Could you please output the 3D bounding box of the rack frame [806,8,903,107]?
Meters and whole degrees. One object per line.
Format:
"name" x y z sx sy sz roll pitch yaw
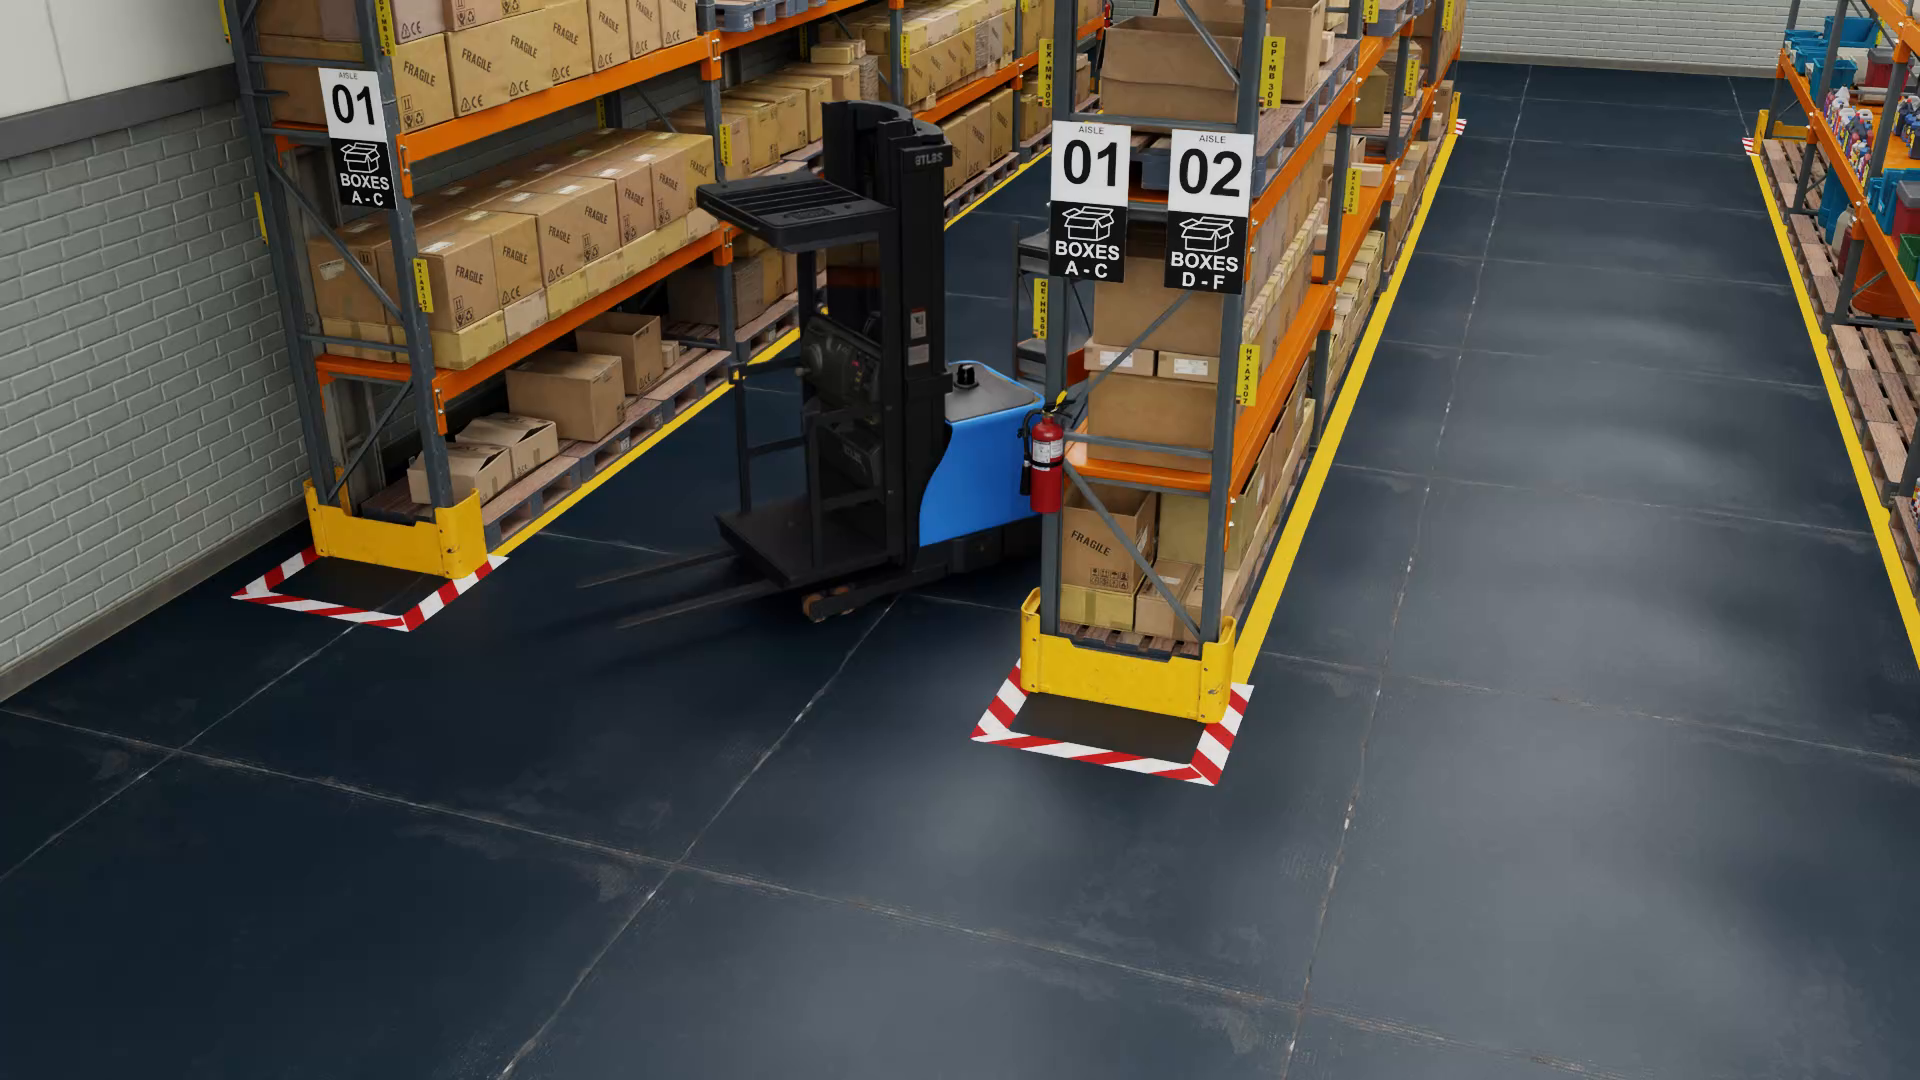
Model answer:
"rack frame" -1.069 -4.500 17.103 1.000 3.000 0.127 9 27 17

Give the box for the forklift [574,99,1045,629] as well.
"forklift" -0.905 -1.078 10.113 3.031 2.935 1.130 -15 30 -29

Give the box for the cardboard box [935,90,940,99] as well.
"cardboard box" -0.435 -4.926 18.248 0.380 0.149 0.250 9 27 19

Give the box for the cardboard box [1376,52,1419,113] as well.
"cardboard box" 4.192 -4.641 16.796 0.700 0.500 0.500 14 29 27

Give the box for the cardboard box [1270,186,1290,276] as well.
"cardboard box" 1.630 -1.967 10.266 0.700 0.500 0.500 9 27 17

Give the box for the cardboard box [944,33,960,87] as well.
"cardboard box" -0.316 -5.268 18.210 0.500 0.500 0.500 9 27 17

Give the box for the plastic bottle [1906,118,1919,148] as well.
"plastic bottle" 9.243 -3.943 16.099 0.097 0.271 0.097 0 26 0

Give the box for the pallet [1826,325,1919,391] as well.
"pallet" 7.979 -1.496 14.097 1.003 0.211 1.213 9 27 17

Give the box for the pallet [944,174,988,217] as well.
"pallet" -0.328 -4.058 19.389 1.003 0.211 1.213 9 27 17

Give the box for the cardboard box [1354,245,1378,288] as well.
"cardboard box" 3.495 -2.522 15.046 0.500 0.311 0.500 8 27 17

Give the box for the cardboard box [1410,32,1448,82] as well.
"cardboard box" 5.362 -5.642 19.346 0.500 0.500 0.500 9 27 19

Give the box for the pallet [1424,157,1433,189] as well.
"pallet" 5.164 -4.454 20.207 1.003 0.211 1.213 9 27 17

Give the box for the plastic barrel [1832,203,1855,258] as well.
"plastic barrel" 8.900 -3.045 16.471 0.421 0.512 0.421 0 26 0

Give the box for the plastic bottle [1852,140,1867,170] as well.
"plastic bottle" 8.268 -3.533 15.253 0.097 0.271 0.097 0 26 0

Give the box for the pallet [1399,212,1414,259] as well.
"pallet" 4.296 -3.329 17.884 1.003 0.211 1.213 9 27 17

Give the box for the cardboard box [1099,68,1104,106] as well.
"cardboard box" 1.076 -2.542 9.145 0.500 0.250 0.500 9 27 17

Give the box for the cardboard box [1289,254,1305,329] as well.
"cardboard box" 1.962 -1.784 11.377 0.700 0.500 0.500 8 27 17

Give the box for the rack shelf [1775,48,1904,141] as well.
"rack shelf" 10.270 -5.205 19.385 1.077 0.370 4.000 9 27 17

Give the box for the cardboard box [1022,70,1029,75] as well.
"cardboard box" 0.718 -6.190 22.236 0.380 0.149 0.250 9 27 18

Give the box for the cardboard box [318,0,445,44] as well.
"cardboard box" -3.374 -3.190 9.669 0.500 0.500 0.500 7 27 14

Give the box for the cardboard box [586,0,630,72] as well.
"cardboard box" -2.664 -3.578 11.618 0.500 0.500 0.500 8 27 15

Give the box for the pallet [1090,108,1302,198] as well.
"pallet" 1.201 -2.093 8.790 1.003 0.211 1.213 9 27 17

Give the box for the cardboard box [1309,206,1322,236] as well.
"cardboard box" 2.300 -2.232 11.560 0.380 0.149 0.250 8 27 16

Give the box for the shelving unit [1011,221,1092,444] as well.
"shelving unit" 0.656 -1.125 11.164 0.431 2.100 0.503 18 31 33

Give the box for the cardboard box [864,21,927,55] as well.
"cardboard box" -0.665 -5.187 17.181 0.500 0.250 0.500 9 27 19

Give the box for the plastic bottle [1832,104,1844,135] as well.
"plastic bottle" 8.785 -4.201 16.618 0.061 0.283 0.133 9 27 17

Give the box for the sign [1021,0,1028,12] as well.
"sign" 0.777 -6.555 20.108 0.100 0.325 0.005 9 27 17

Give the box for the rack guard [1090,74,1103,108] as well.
"rack guard" 1.602 -6.673 24.458 1.175 0.500 0.348 9 27 17

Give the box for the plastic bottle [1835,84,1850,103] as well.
"plastic bottle" 9.169 -4.571 17.305 0.144 0.351 0.185 9 27 17

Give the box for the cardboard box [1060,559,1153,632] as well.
"cardboard box" 0.842 0.290 9.883 0.500 0.250 0.500 9 27 17

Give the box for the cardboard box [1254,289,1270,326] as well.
"cardboard box" 1.617 -1.387 9.814 0.380 0.149 0.250 8 27 16

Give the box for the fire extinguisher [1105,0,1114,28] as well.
"fire extinguisher" 2.079 -7.580 23.981 0.296 0.674 0.183 9 27 17

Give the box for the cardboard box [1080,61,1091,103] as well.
"cardboard box" 1.455 -6.550 23.722 0.700 0.500 0.500 9 27 17

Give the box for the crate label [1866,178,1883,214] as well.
"crate label" 7.780 -2.869 13.926 0.303 0.233 0.416 9 27 17

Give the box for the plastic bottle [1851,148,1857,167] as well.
"plastic bottle" 8.300 -3.542 15.351 0.097 0.201 0.097 0 26 0

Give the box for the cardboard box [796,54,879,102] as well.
"cardboard box" -1.216 -4.549 16.583 0.700 0.500 0.500 6 26 11

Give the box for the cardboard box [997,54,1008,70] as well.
"cardboard box" 0.355 -5.753 19.955 0.380 0.149 0.250 9 27 18

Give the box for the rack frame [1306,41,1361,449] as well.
"rack frame" 2.273 -2.140 12.227 1.000 3.000 0.127 9 27 17

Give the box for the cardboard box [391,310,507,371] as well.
"cardboard box" -3.269 -1.309 10.660 0.500 0.250 0.500 8 27 16

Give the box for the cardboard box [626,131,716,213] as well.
"cardboard box" -2.265 -2.896 13.079 0.500 0.500 0.500 9 27 17

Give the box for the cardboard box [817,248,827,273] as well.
"cardboard box" -1.679 -2.867 16.092 0.700 0.500 0.500 9 27 17

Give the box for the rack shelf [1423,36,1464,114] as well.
"rack shelf" 5.601 -5.925 20.871 1.077 0.370 4.000 9 27 17

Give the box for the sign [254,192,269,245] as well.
"sign" -4.248 -1.965 10.175 0.100 0.325 0.005 9 27 17

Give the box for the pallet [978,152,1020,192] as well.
"pallet" 0.077 -4.561 20.428 1.003 0.211 1.213 9 27 17

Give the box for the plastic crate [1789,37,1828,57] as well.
"plastic crate" 10.324 -5.979 20.279 0.416 0.233 0.300 9 27 17

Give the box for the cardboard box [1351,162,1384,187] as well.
"cardboard box" 3.565 -3.261 14.831 0.380 0.149 0.250 9 27 17

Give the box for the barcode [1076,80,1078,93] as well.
"barcode" 0.587 -2.301 8.452 0.001 0.075 0.075 9 27 17

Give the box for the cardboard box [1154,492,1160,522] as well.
"cardboard box" 1.159 -0.461 10.574 0.500 0.500 0.500 9 27 17

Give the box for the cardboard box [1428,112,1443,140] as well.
"cardboard box" 5.973 -5.386 21.583 0.500 0.250 0.500 9 27 17

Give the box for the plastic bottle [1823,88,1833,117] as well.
"plastic bottle" 9.081 -4.566 17.372 0.061 0.283 0.133 9 27 17

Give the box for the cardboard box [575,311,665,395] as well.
"cardboard box" -2.707 -1.497 13.263 0.500 0.500 0.500 7 27 14

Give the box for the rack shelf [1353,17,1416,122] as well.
"rack shelf" 2.938 -3.988 13.428 1.077 0.370 4.000 9 27 17

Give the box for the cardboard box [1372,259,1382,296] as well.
"cardboard box" 3.659 -2.483 15.610 0.500 0.250 0.500 9 27 19

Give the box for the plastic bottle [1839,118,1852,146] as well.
"plastic bottle" 8.609 -3.955 16.124 0.097 0.271 0.097 0 26 0
